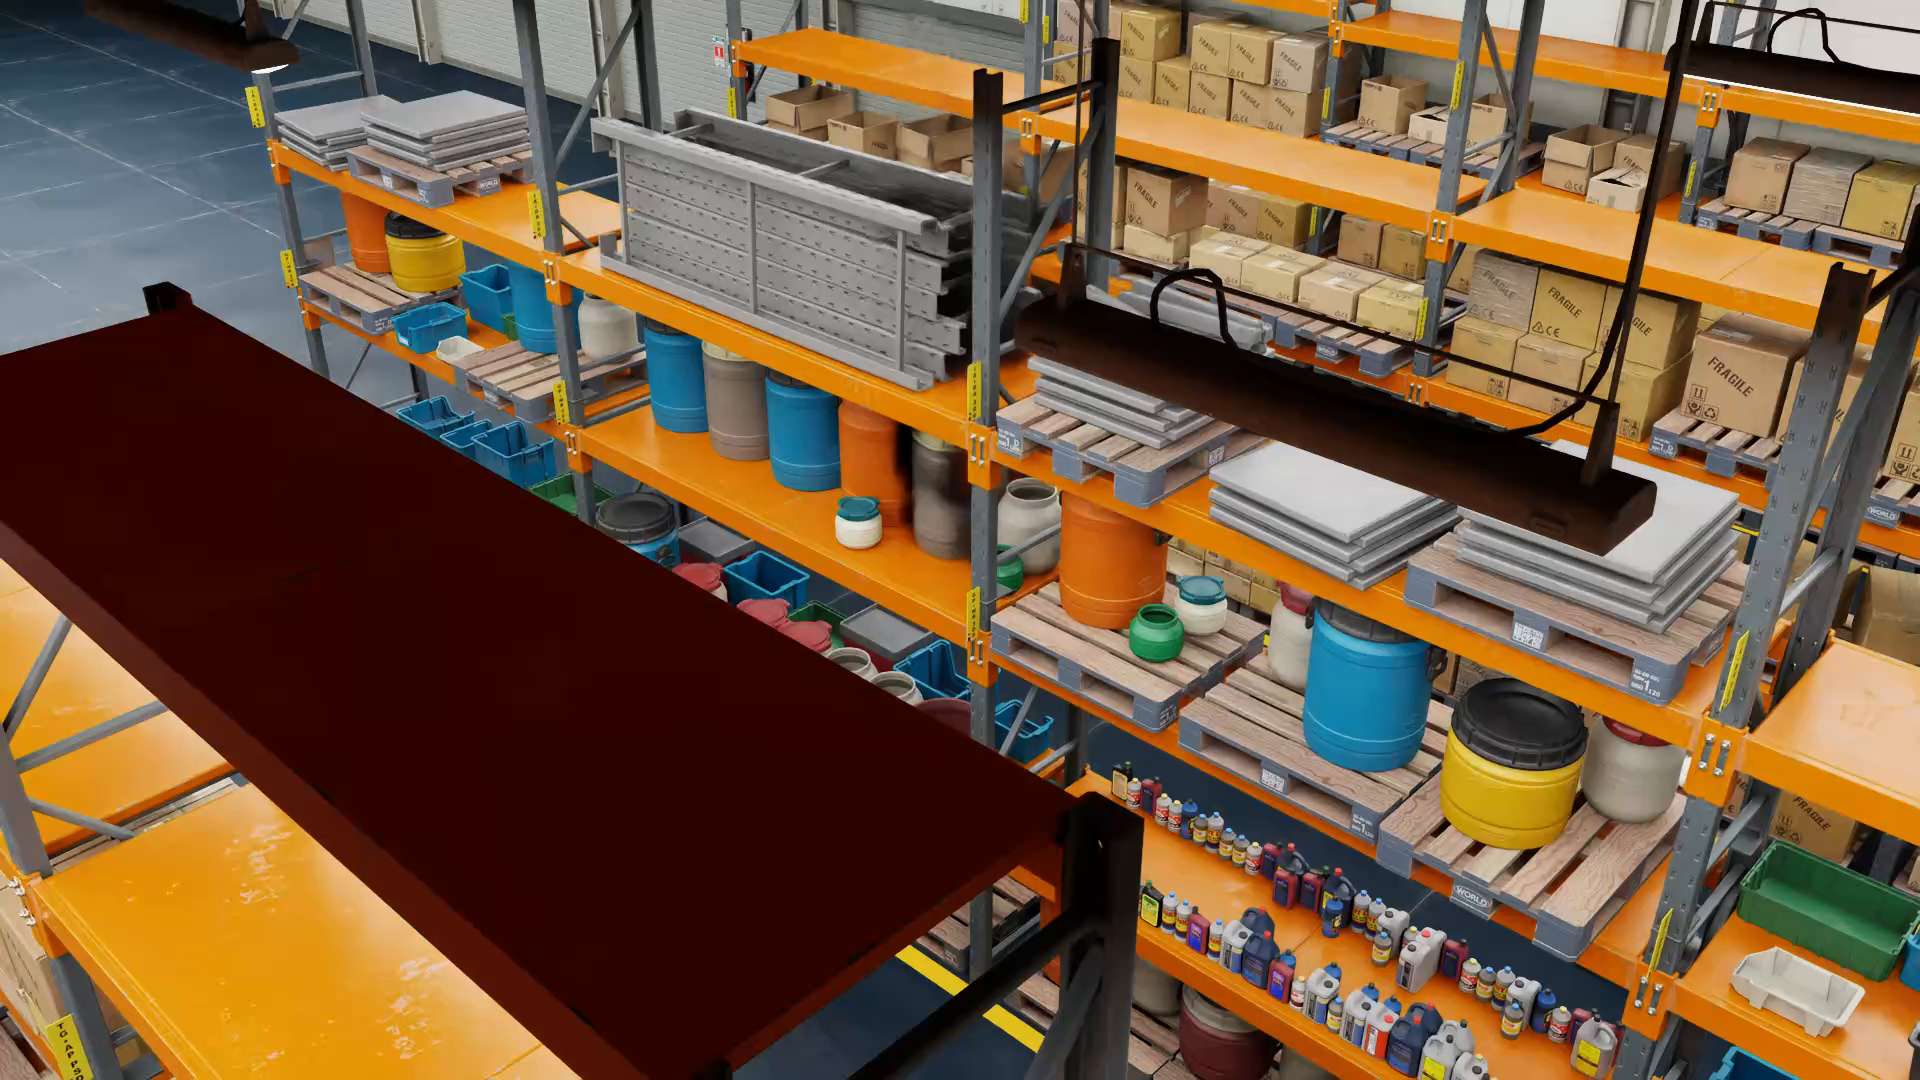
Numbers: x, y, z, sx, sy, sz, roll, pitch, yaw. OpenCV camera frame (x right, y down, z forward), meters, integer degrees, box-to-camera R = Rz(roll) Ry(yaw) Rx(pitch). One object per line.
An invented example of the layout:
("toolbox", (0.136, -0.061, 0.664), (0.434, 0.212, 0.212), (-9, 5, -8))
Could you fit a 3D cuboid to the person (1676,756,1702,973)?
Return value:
("person", (4.457, 2.104, 10.669), (0.960, 1.750, 0.662), (18, 34, 28))
